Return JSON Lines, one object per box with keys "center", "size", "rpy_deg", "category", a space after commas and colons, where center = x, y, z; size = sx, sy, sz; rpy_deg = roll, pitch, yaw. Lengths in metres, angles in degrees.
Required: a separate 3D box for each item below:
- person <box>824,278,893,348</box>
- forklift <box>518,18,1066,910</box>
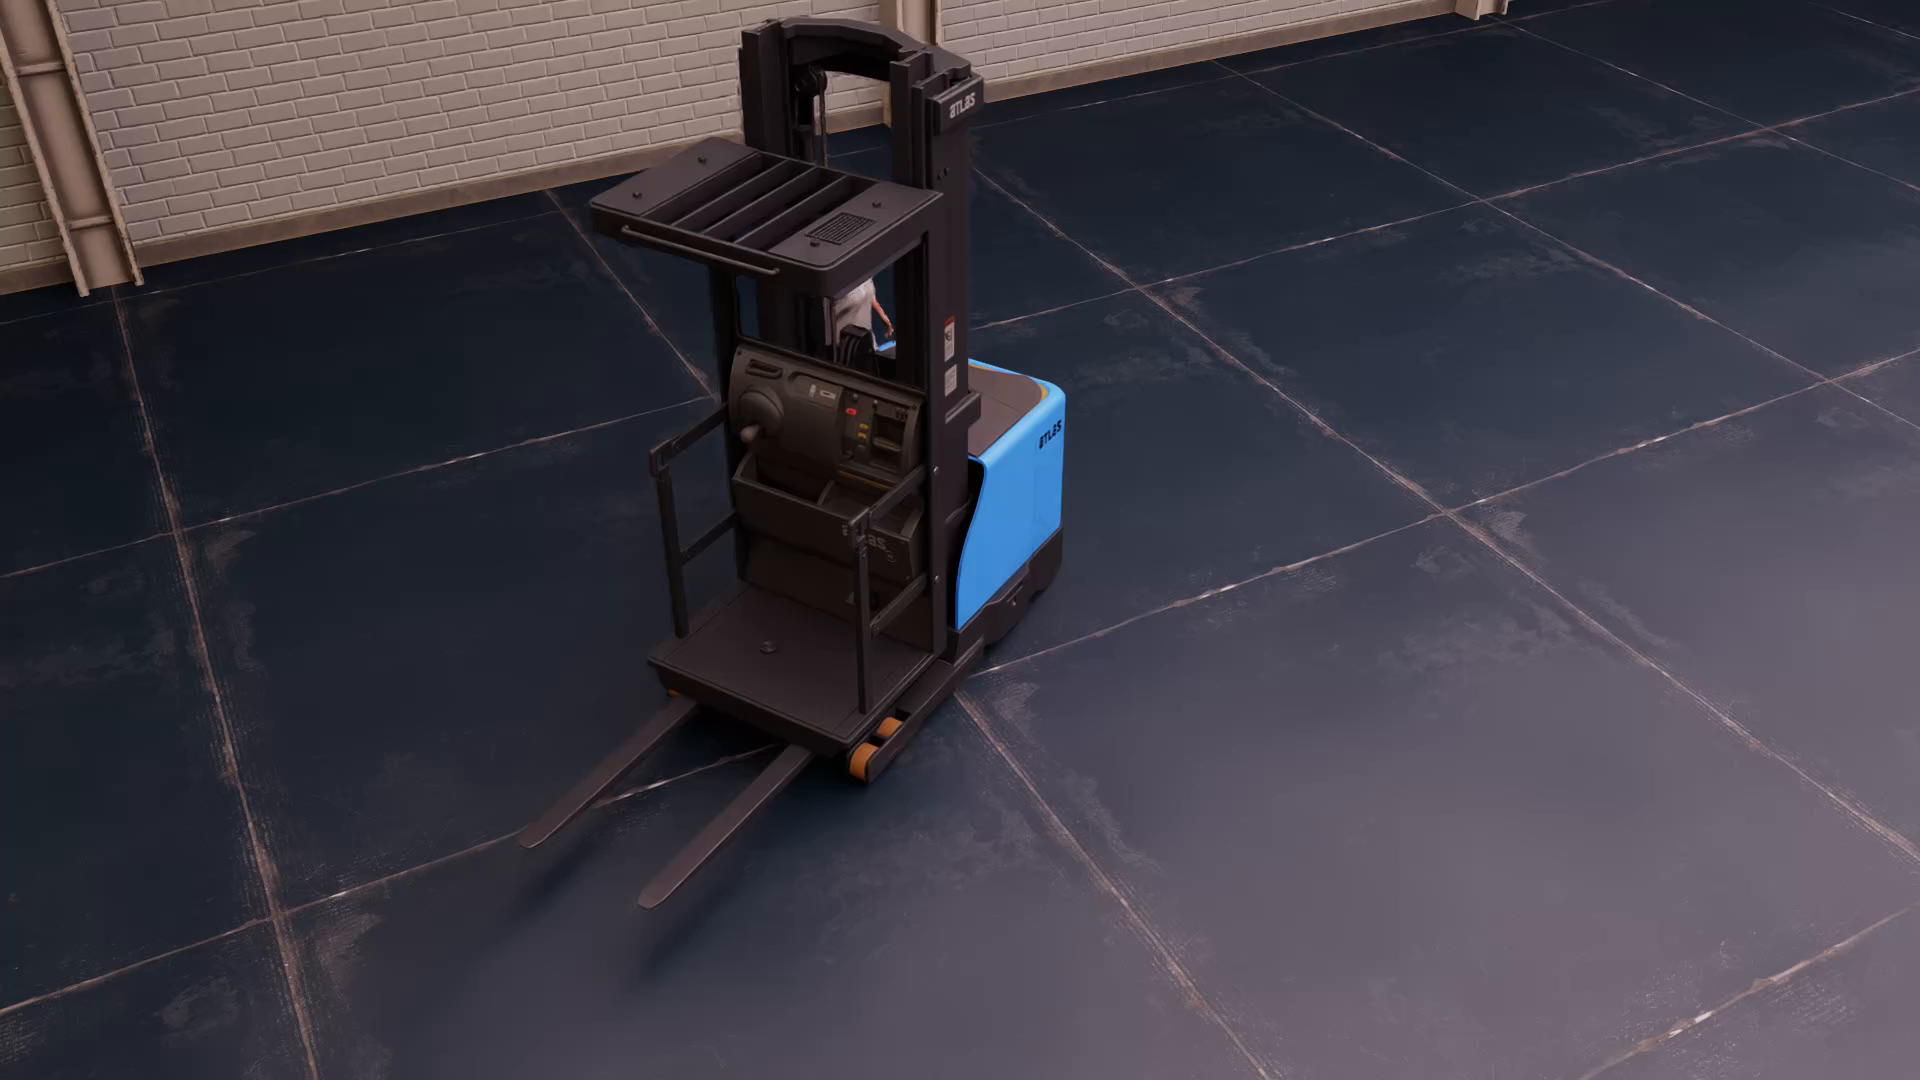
{"center": [-0.540, -0.994, 8.722], "size": [0.412, 1.553, 0.694], "rpy_deg": [16, 38, 21], "category": "person"}
{"center": [-0.681, -0.461, 6.776], "size": [1.130, 2.935, 3.031], "rpy_deg": [19, 40, 25], "category": "forklift"}
